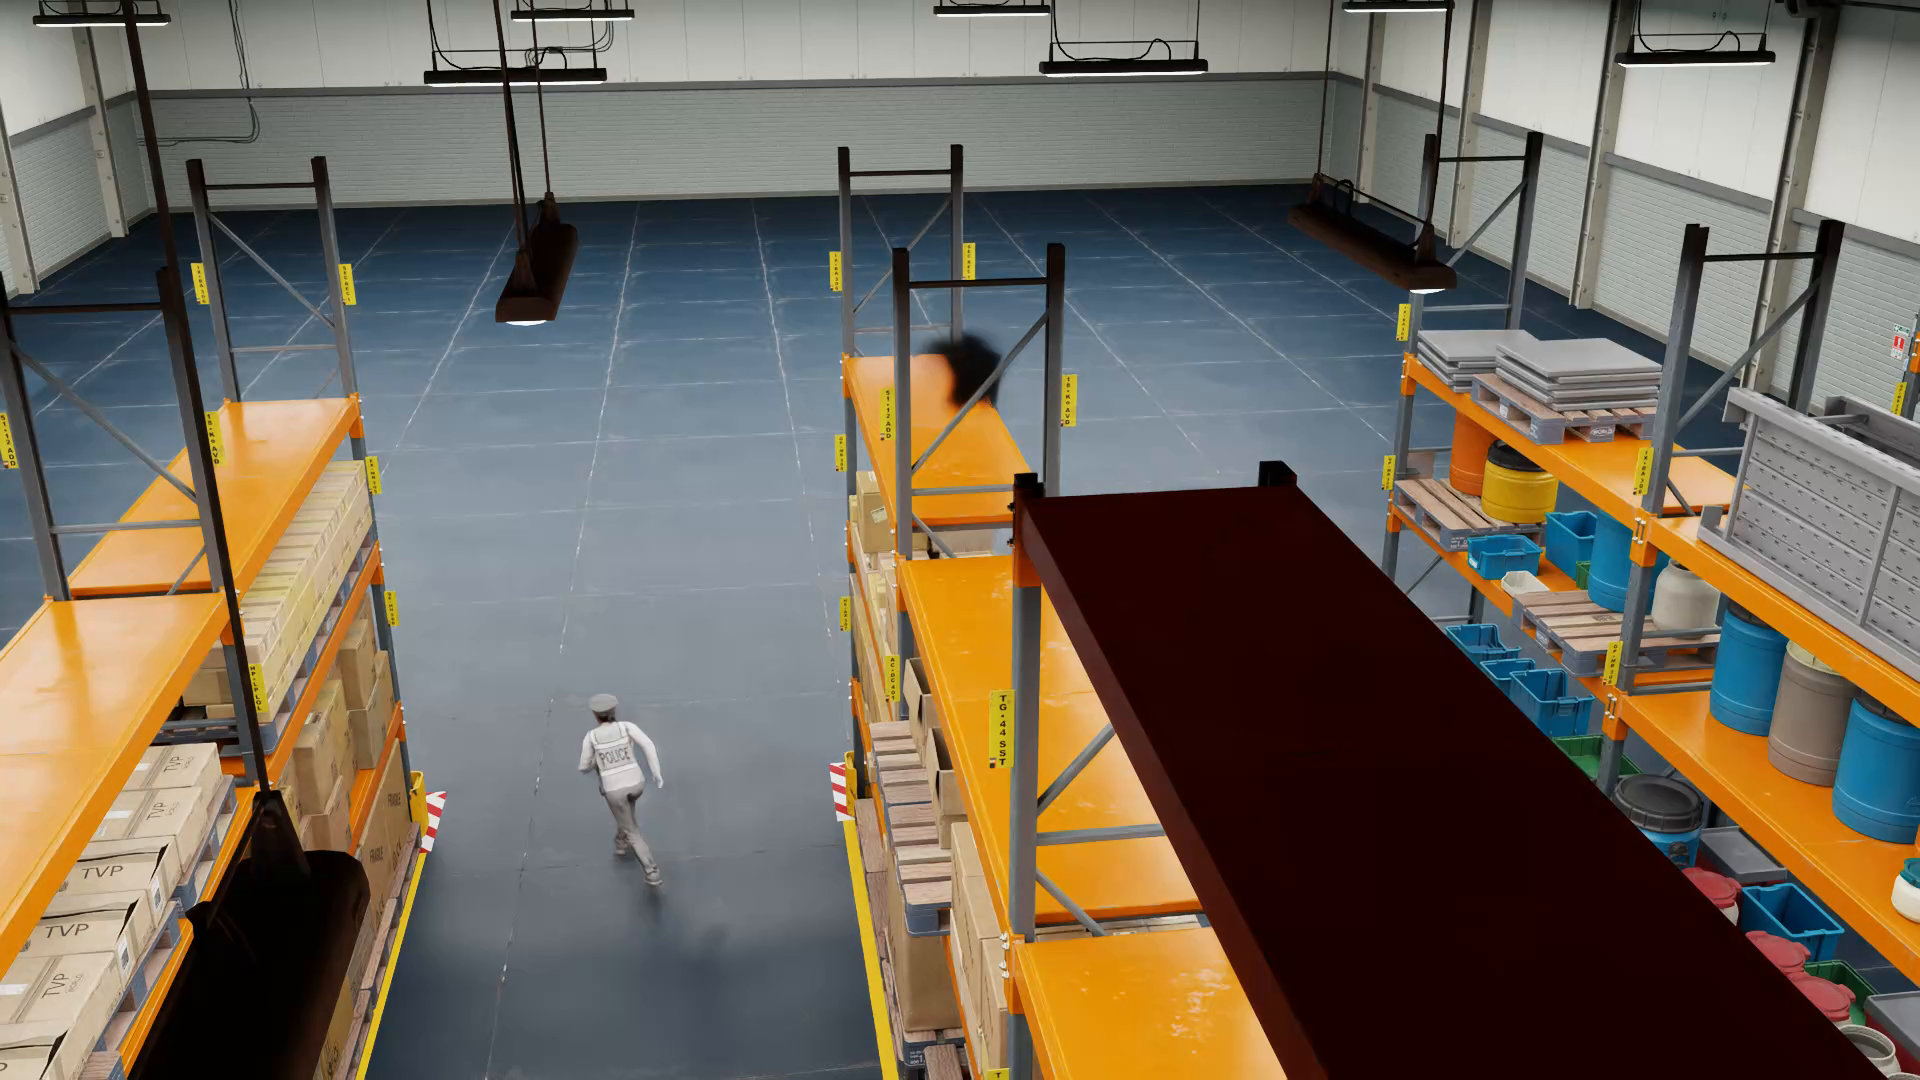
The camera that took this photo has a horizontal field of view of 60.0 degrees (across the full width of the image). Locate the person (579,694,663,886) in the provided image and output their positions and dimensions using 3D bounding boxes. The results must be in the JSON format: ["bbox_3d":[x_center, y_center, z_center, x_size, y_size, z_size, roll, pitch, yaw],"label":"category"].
[{"bbox_3d":[-2.866,2.145,14.145,0.608,1.501,1.024,-11,24,-27],"label":"person"}]
